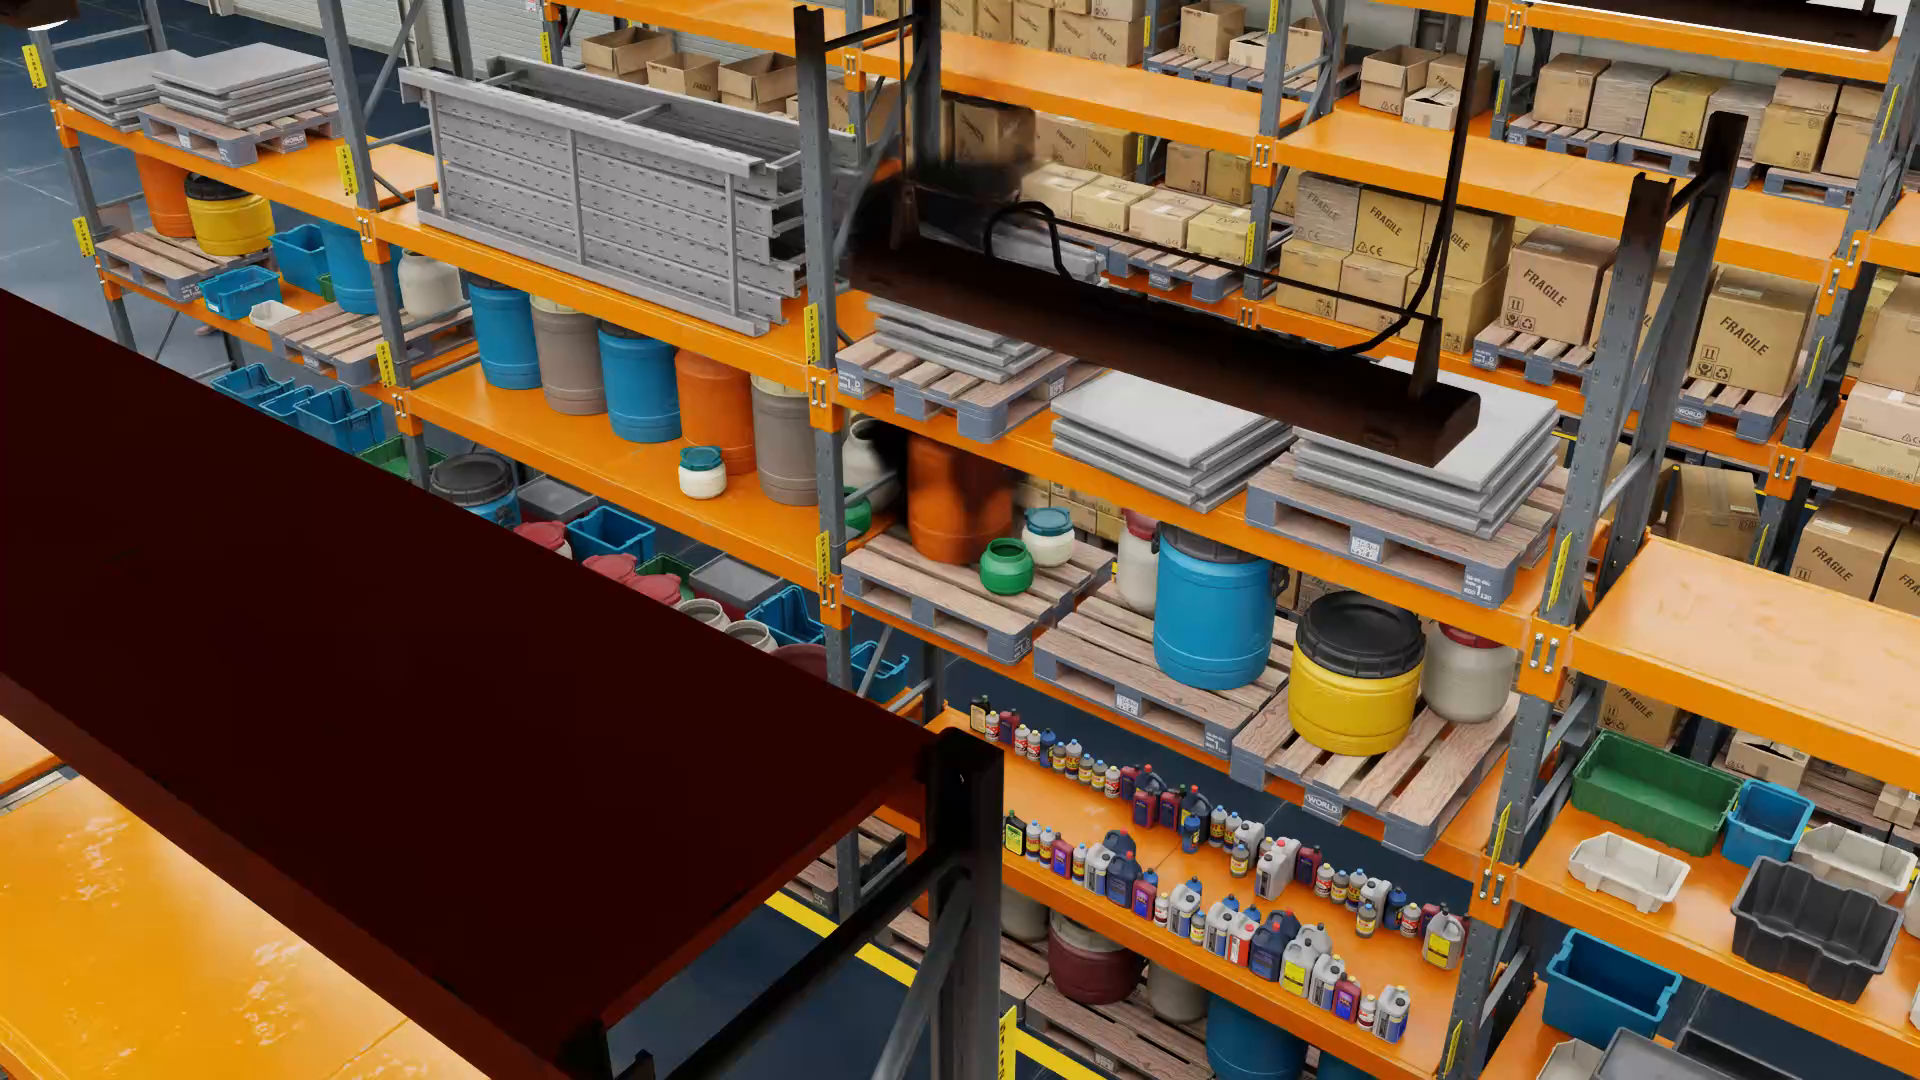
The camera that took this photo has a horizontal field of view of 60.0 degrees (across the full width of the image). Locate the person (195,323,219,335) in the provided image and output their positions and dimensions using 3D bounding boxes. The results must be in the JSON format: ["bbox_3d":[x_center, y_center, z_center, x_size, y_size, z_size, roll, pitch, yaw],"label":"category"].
[{"bbox_3d":[-8.697,-3.063,18.854,0.555,1.528,0.582,-17,35,-25],"label":"person"}]
